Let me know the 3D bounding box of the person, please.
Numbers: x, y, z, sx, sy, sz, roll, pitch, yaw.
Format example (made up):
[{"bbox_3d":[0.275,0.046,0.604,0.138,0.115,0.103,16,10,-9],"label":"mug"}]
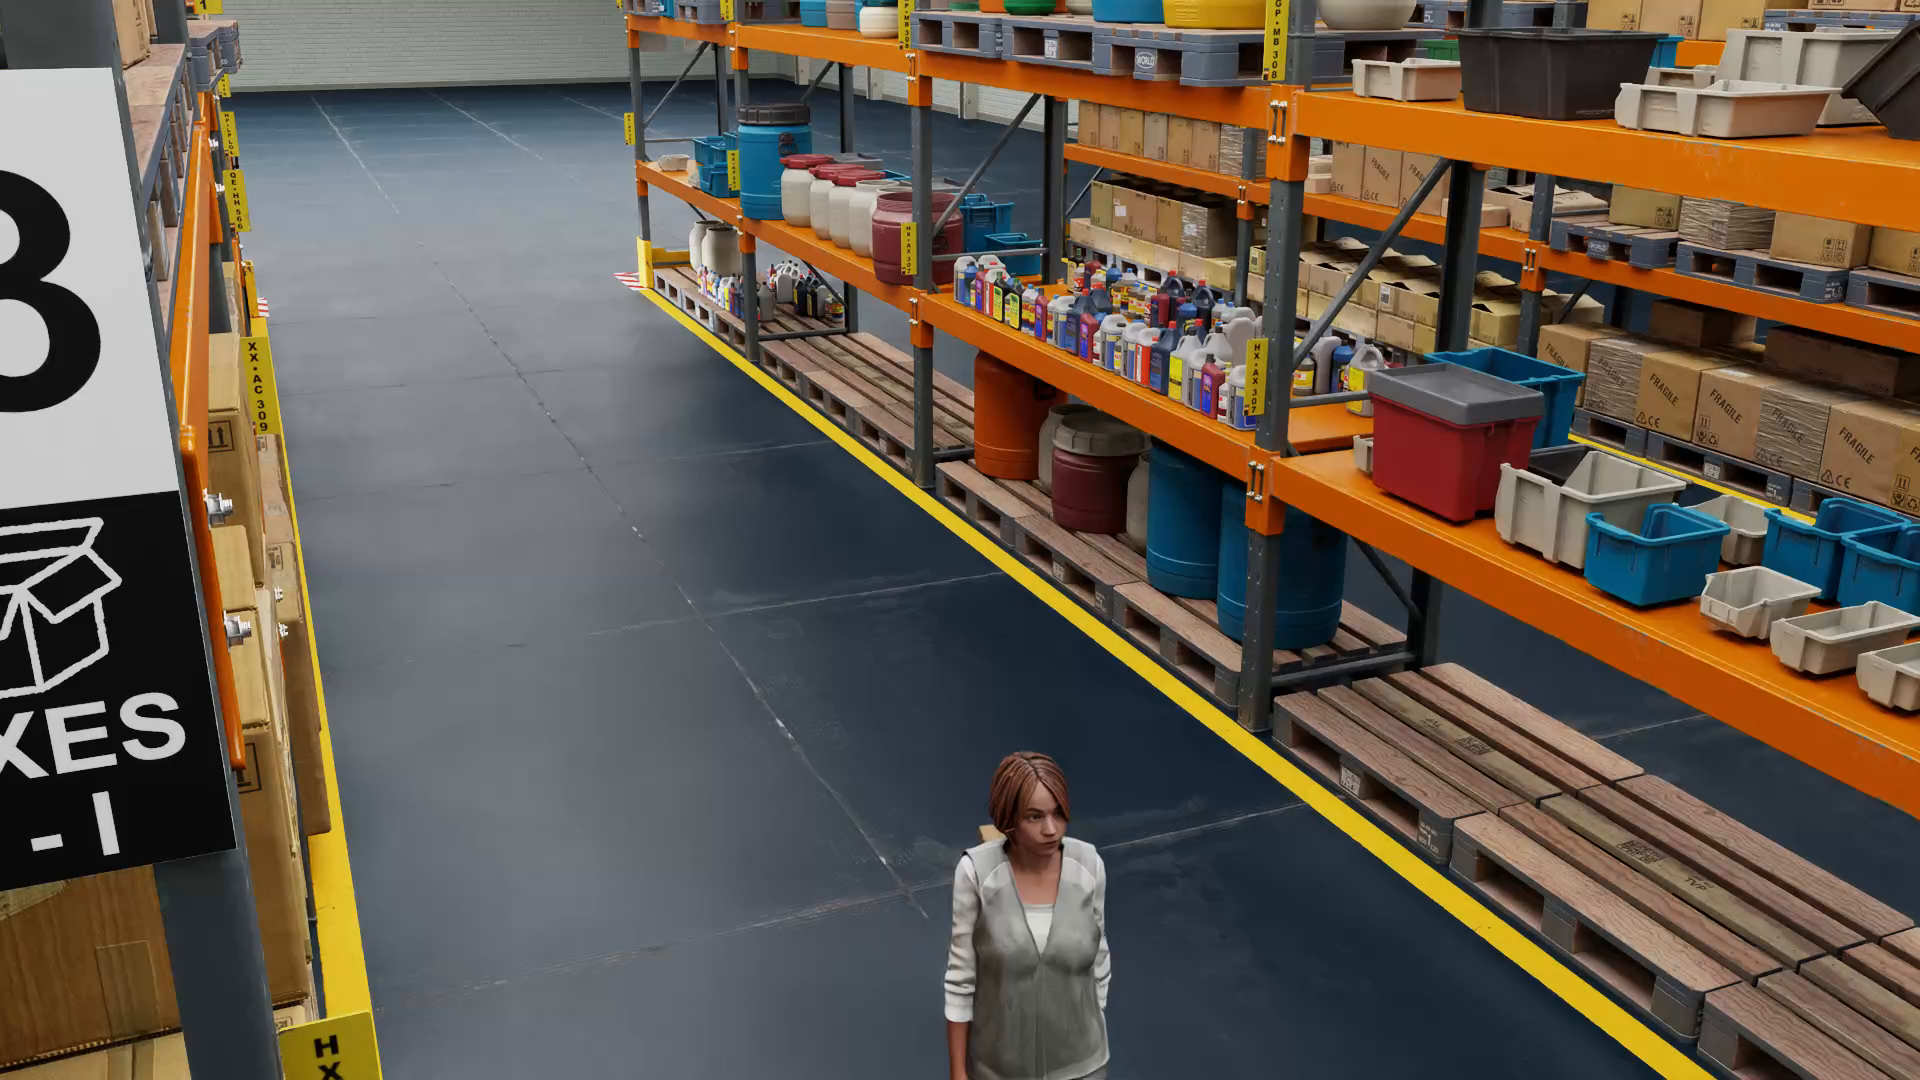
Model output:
[{"bbox_3d":[0.165,0.991,3.895,0.408,0.551,0.264,-2,19,-6],"label":"person"}]
